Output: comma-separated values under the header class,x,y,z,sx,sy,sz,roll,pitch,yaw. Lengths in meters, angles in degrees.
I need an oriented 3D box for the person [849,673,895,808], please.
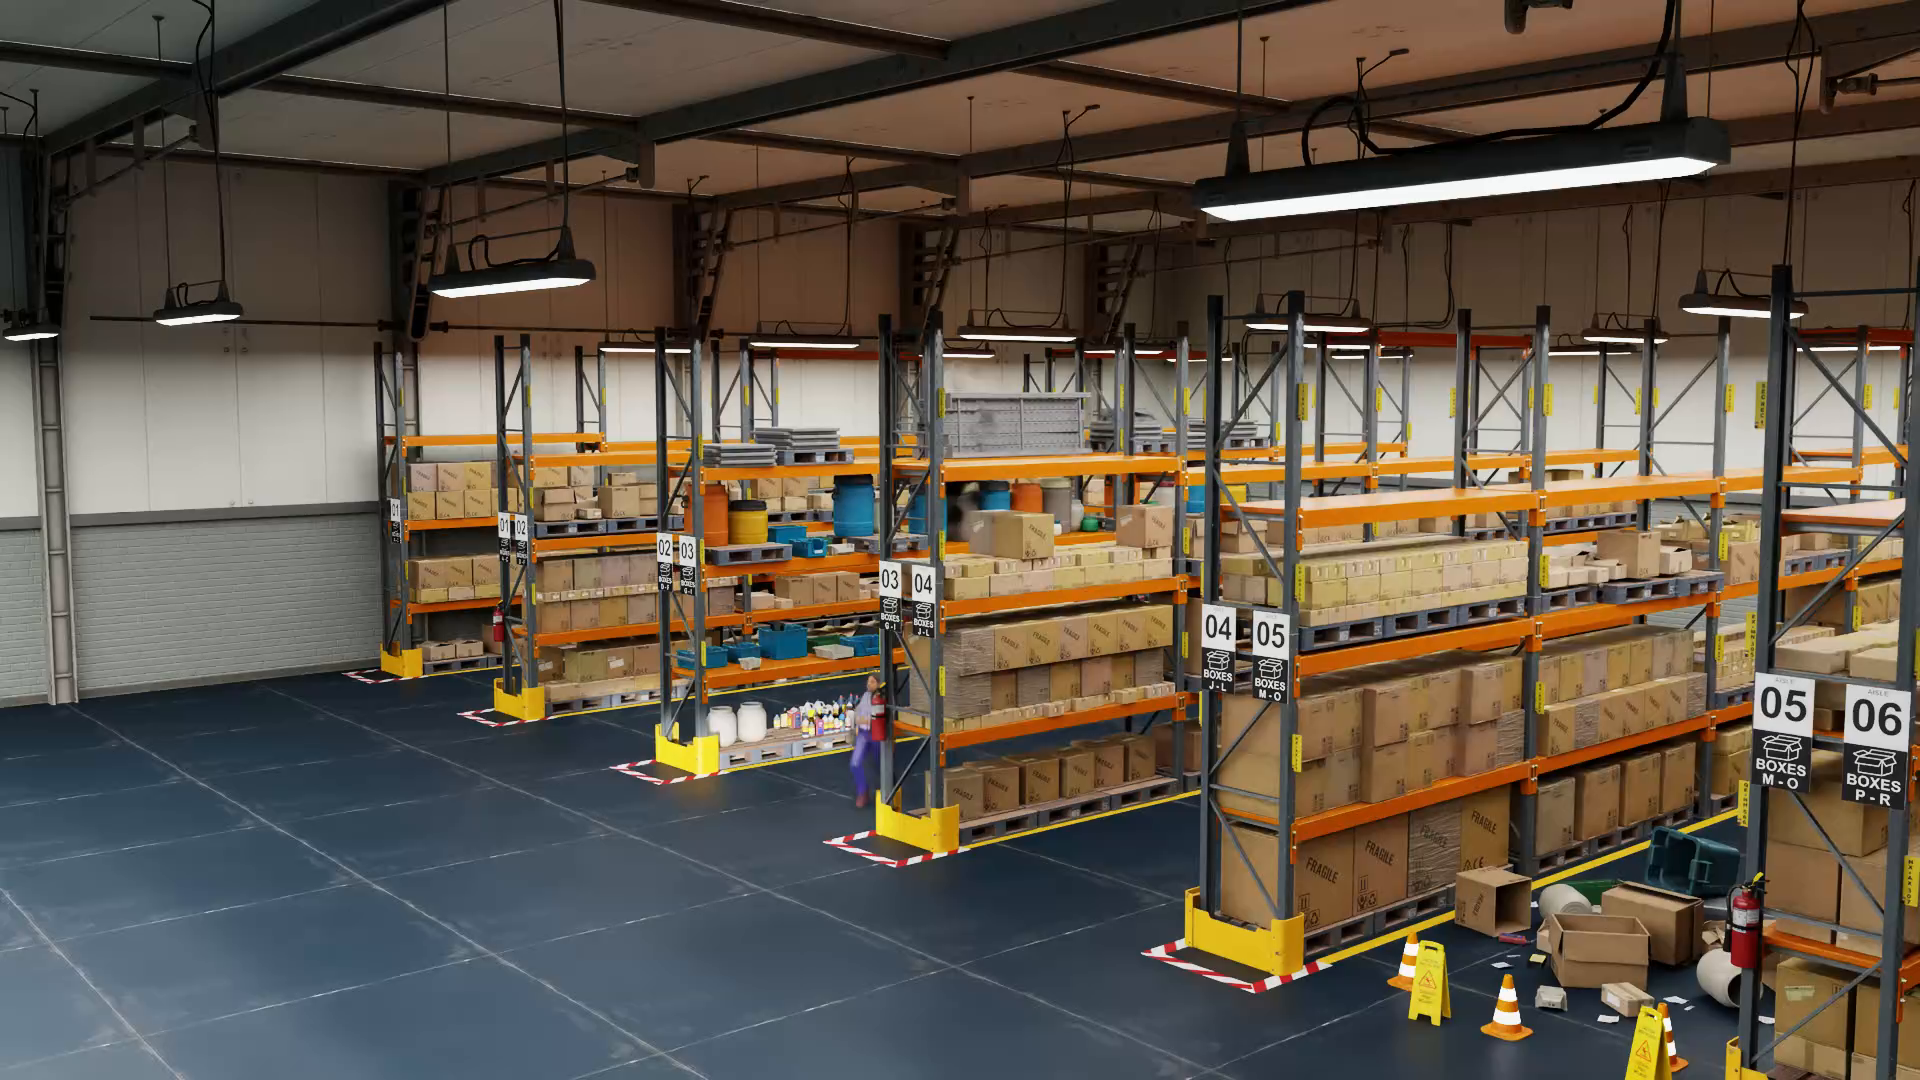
class,x,y,z,sx,sy,sz,roll,pitch,yaw
person,-1.072,2.484,20.579,0.579,1.691,0.717,3,6,32
